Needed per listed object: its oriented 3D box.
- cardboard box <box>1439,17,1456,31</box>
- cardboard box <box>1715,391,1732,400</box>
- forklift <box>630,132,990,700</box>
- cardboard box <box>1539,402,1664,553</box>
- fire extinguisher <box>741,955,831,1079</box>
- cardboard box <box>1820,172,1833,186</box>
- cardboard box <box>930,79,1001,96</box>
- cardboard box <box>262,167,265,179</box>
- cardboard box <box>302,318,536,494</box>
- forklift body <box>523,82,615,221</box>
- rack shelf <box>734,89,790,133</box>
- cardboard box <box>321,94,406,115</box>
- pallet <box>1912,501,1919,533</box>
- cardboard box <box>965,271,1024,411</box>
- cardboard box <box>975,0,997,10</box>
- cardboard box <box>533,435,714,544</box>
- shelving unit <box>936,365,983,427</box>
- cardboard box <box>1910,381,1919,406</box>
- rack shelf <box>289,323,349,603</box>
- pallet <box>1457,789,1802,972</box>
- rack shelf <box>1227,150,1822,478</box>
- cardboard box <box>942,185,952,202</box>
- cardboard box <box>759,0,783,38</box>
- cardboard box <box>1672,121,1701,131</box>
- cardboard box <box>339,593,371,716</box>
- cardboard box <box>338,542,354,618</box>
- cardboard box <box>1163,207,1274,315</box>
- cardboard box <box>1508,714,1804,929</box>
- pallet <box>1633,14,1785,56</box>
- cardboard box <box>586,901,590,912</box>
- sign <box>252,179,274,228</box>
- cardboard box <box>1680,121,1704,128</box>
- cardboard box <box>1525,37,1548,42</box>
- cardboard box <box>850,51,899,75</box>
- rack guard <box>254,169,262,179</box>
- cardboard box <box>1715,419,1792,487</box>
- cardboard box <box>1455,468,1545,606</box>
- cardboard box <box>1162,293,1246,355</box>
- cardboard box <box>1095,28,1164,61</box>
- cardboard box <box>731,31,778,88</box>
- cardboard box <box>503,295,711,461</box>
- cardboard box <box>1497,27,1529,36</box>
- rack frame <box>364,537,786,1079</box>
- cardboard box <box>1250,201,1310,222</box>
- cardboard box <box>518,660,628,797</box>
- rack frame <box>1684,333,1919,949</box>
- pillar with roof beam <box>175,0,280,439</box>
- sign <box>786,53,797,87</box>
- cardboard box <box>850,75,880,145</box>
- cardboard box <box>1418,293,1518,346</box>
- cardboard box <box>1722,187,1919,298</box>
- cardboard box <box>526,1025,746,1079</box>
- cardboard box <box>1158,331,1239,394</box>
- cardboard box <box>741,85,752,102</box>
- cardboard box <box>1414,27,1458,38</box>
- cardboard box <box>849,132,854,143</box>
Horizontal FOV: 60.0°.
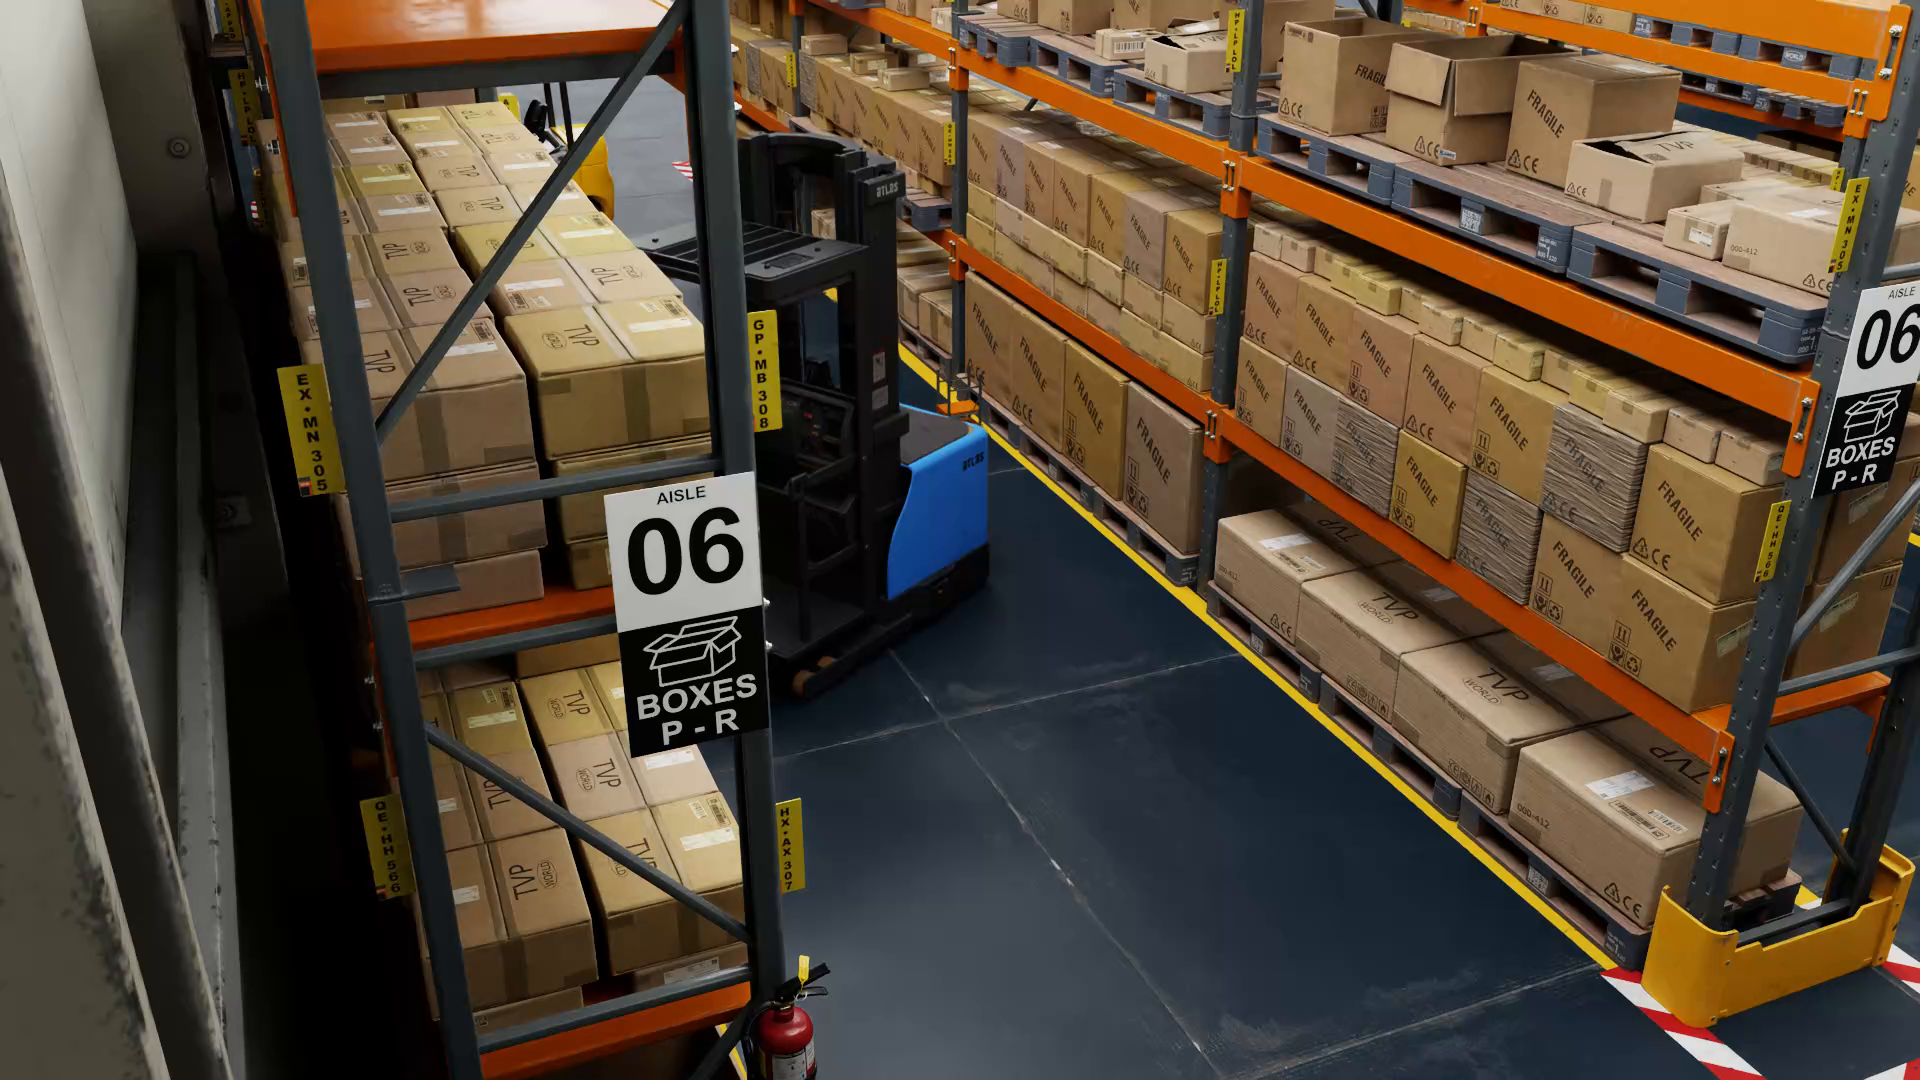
[{"bbox_3d":[6.668,-6.940,22.332,0.380,0.149,0.250,-11,28,-21],"label":"cardboard box"},{"bbox_3d":[3.502,-0.649,7.168,0.380,0.149,0.250,-10,28,-19],"label":"cardboard box"},{"bbox_3d":[-1.098,-0.657,9.255,1.130,2.935,3.031,18,31,33],"label":"forklift"},{"bbox_3d":[2.911,-0.308,7.209,0.500,0.500,0.500,-10,28,-20],"label":"cardboard box"},{"bbox_3d":[-0.532,1.582,5.104,0.296,0.674,0.183,-11,28,-21],"label":"fire extinguisher"},{"bbox_3d":[6.653,-2.653,12.395,0.380,0.149,0.250,-10,28,-19],"label":"cardboard box"},{"bbox_3d":[0.029,-3.695,14.468,0.500,0.500,0.500,-10,28,-20],"label":"cardboard box"},{"bbox_3d":[-5.078,-2.756,12.623,0.380,0.149,0.250,-11,28,-21],"label":"cardboard box"},{"bbox_3d":[-1.446,-0.370,4.433,0.500,0.250,0.500,-11,28,-22],"label":"cardboard box"},{"bbox_3d":[-4.860,-4.226,17.454,2.313,2.155,1.214,-11,28,-21],"label":"forklift body"},{"bbox_3d":[-1.932,-4.783,18.447,1.077,0.370,4.000,-11,28,-21],"label":"rack shelf"},{"bbox_3d":[-2.765,-2.115,7.627,0.396,0.266,0.258,-11,28,-21],"label":"cardboard box"},{"bbox_3d":[6.795,-0.442,11.916,1.003,0.211,1.213,-11,28,-21],"label":"pallet"},{"bbox_3d":[0.612,-1.625,13.102,0.875,0.875,0.875,-11,28,-21],"label":"cardboard box"},{"bbox_3d":[0.351,-4.231,13.231,0.396,0.266,0.258,-11,28,-21],"label":"cardboard box"},{"bbox_3d":[-0.938,-0.240,4.736,0.500,0.250,0.500,-11,28,-21],"label":"cardboard box"},{"bbox_3d":[-0.006,-0.545,10.999,0.258,1.200,0.189,-11,28,-21],"label":"shelving unit"},{"bbox_3d":[6.878,-1.037,12.047,0.380,0.149,0.250,-10,28,-19],"label":"cardboard box"},{"bbox_3d":[-3.365,-0.699,10.083,1.077,0.370,4.000,-11,28,-21],"label":"rack shelf"},{"bbox_3d":[3.165,1.489,7.959,1.003,0.211,1.213,-11,28,-21],"label":"pallet"},{"bbox_3d":[2.767,-1.286,7.867,1.077,0.370,4.000,-11,28,-21],"label":"rack shelf"},{"bbox_3d":[0.073,-2.852,13.480,0.380,0.149,0.250,-10,28,-19],"label":"cardboard box"},{"bbox_3d":[-1.761,-5.754,18.023,0.700,0.500,0.500,-11,28,-21],"label":"cardboard box"},{"bbox_3d":[5.942,-3.386,13.897,0.380,0.149,0.250,-11,28,-21],"label":"cardboard box"},{"bbox_3d":[-3.046,0.572,9.029,0.500,0.500,0.500,-11,28,-21],"label":"cardboard box"},{"bbox_3d":[-2.434,0.166,7.322,0.500,0.250,0.500,-11,28,-21],"label":"cardboard box"},{"bbox_3d":[1.578,-1.701,10.061,0.500,0.500,0.500,-10,28,-19],"label":"cardboard box"},{"bbox_3d":[3.200,1.259,7.694,0.875,0.438,0.875,-12,28,-22],"label":"cardboard box"},{"bbox_3d":[5.946,-3.910,12.634,1.213,0.211,1.003,-11,28,-21],"label":"pallet"},{"bbox_3d":[-1.169,1.138,5.786,0.380,0.149,0.250,-11,28,-21],"label":"cardboard box"},{"bbox_3d":[-4.658,-2.253,11.126,0.100,0.325,0.005,-11,28,-21],"label":"sign"},{"bbox_3d":[8.360,-4.629,19.659,0.700,0.500,0.500,-11,28,-21],"label":"cardboard box"},{"bbox_3d":[7.283,-6.221,20.858,0.380,0.149,0.250,-11,28,-21],"label":"cardboard box"},{"bbox_3d":[-0.770,-4.286,14.939,0.380,0.149,0.250,-9,27,-18],"label":"cardboard box"},{"bbox_3d":[-7.291,-3.946,18.762,1.175,0.500,0.348,-11,28,-21],"label":"rack guard"},{"bbox_3d":[3.226,-0.351,6.556,0.380,0.149,0.250,-10,28,-20],"label":"cardboard box"},{"bbox_3d":[2.725,-0.060,7.840,0.500,0.500,0.500,-10,28,-19],"label":"cardboard box"},{"bbox_3d":[1.588,-1.363,10.223,0.500,0.250,0.500,-11,28,-21],"label":"cardboard box"},{"bbox_3d":[1.105,-3.238,10.833,0.380,0.166,0.250,-8,27,-16],"label":"cardboard box"},{"bbox_3d":[-2.172,-5.235,18.101,0.500,0.500,0.500,-11,28,-22],"label":"cardboard box"},{"bbox_3d":[-0.958,-0.461,4.619,0.500,0.250,0.500,-11,28,-21],"label":"cardboard box"},{"bbox_3d":[7.398,-6.765,21.234,0.875,0.500,0.500,-11,28,-21],"label":"cardboard box"},{"bbox_3d":[-1.015,1.400,4.964,1.000,3.000,0.127,-11,28,-21],"label":"rack frame"},{"bbox_3d":[2.076,-1.790,10.245,0.500,0.500,0.500,-10,28,-20],"label":"cardboard box"},{"bbox_3d":[-1.344,0.697,6.236,0.500,0.250,0.500,-11,28,-22],"label":"cardboard box"},{"bbox_3d":[3.550,0.546,6.714,1.000,3.000,0.127,-11,28,-21],"label":"rack frame"},{"bbox_3d":[-1.527,-5.637,12.538,9.100,9.000,0.400,-11,28,-21],"label":"pillar with roof beam"},{"bbox_3d":[-1.645,-4.592,16.249,0.100,0.325,0.005,-11,28,-21],"label":"sign"},{"bbox_3d":[-0.641,-3.818,14.719,0.500,0.500,0.500,-12,28,-23],"label":"cardboard box"},{"bbox_3d":[2.448,-1.065,8.019,0.380,0.149,0.250,-10,28,-20],"label":"cardboard box"},{"bbox_3d":[3.291,-1.135,6.315,0.500,0.250,0.500,-13,29,-25],"label":"cardboard box"},{"bbox_3d":[-1.168,2.070,5.958,0.797,0.503,0.637,-12,28,-23],"label":"cardboard box"},{"bbox_3d":[1.576,-1.140,10.336,0.500,0.250,0.500,-11,28,-22],"label":"cardboard box"},{"bbox_3d":[-2.163,-4.879,18.110,0.380,0.149,0.250,-10,28,-20],"label":"cardboard box"},{"bbox_3d":[4.364,-4.663,16.128,0.700,0.500,0.500,-11,28,-21],"label":"cardboard box"},{"bbox_3d":[-0.795,-3.682,15.181,0.380,0.149,0.250,-10,28,-20],"label":"cardboard box"}]
